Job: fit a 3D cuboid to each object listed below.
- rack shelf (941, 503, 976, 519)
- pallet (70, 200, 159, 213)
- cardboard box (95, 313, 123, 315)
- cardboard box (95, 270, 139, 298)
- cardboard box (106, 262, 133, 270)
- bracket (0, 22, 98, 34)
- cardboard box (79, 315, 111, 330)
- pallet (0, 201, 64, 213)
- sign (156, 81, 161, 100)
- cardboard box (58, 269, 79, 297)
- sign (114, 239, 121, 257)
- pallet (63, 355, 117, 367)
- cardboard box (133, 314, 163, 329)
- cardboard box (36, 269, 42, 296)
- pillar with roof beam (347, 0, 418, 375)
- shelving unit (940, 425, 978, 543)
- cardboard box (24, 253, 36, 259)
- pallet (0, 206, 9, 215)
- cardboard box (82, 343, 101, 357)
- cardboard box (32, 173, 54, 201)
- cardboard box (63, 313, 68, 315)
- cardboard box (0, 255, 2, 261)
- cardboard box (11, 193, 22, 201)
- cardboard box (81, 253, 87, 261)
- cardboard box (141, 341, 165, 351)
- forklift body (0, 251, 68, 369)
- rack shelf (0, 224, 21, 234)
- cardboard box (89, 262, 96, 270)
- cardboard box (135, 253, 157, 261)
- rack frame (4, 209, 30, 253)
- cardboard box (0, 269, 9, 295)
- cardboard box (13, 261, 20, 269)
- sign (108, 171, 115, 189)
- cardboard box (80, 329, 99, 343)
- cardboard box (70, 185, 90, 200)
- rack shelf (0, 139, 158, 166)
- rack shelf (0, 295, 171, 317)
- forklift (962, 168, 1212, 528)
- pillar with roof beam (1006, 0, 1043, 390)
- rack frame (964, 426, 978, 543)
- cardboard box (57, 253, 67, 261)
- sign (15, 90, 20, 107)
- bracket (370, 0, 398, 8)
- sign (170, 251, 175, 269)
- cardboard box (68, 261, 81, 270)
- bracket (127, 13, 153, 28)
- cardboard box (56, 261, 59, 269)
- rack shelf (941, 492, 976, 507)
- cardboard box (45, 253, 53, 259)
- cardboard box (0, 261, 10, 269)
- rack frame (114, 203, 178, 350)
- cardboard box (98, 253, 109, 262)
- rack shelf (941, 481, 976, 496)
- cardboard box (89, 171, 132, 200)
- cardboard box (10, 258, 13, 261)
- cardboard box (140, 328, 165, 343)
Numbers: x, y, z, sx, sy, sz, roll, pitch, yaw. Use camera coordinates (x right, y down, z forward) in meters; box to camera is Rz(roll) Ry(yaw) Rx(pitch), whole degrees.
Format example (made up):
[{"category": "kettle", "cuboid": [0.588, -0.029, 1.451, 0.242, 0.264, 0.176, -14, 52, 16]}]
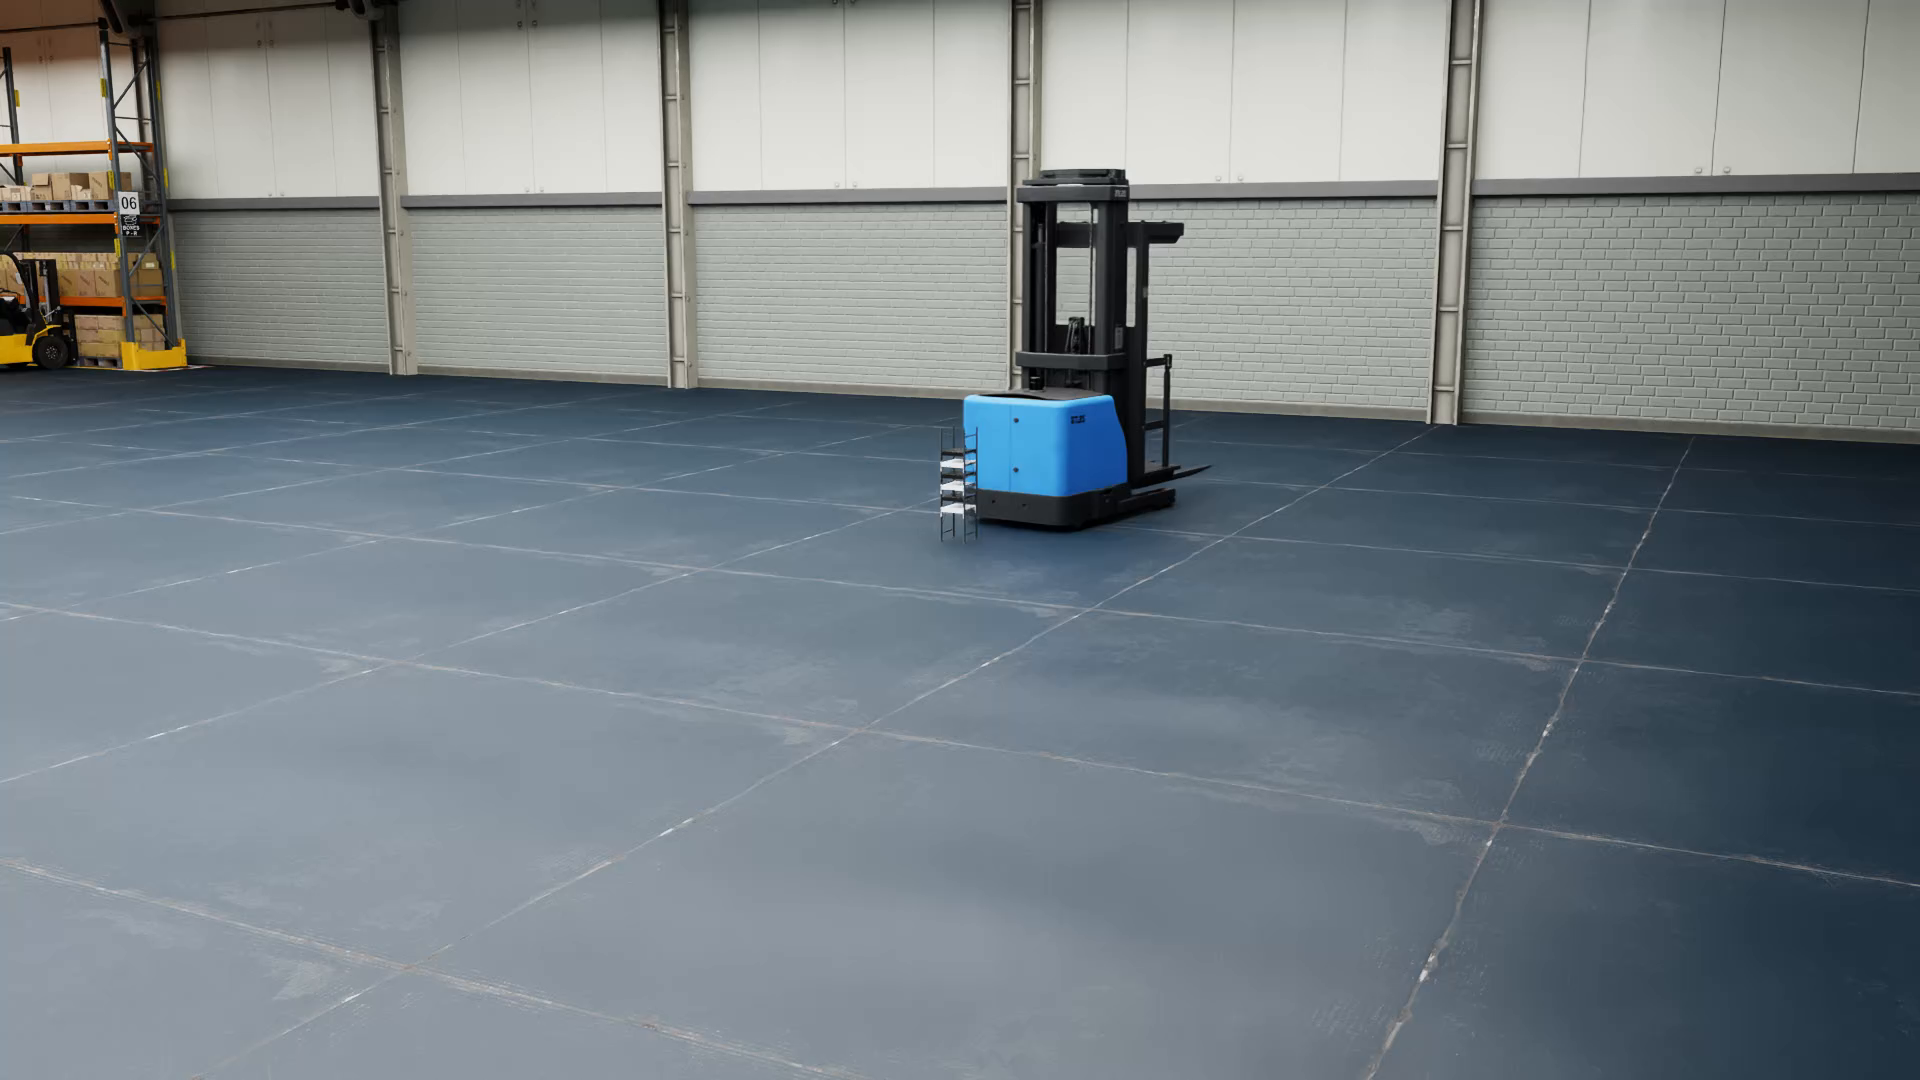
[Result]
[{"category": "rack shelf", "cuboid": [-0.007, -0.234, 13.192, 0.200, 0.077, 0.258, 5, 11, 26]}, {"category": "pallet", "cuboid": [-15.626, -6.181, 30.788, 1.213, 0.211, 1.003, 5, 11, 26]}, {"category": "cardboard box", "cuboid": [-16.244, -4.183, 31.652, 0.500, 0.250, 0.500, 5, 11, 25]}, {"category": "cardboard box", "cuboid": [-15.561, -4.735, 30.690, 0.500, 0.500, 0.500, 5, 11, 25]}, {"category": "cardboard box", "cuboid": [-15.439, -5.040, 30.553, 0.250, 0.149, 0.380, 5, 11, 27]}, {"category": "bracket", "cuboid": [-18.069, -9.790, 31.949, 4.783, 0.066, 0.076, 5, 11, 26]}, {"category": "cardboard box", "cuboid": [-16.015, -4.060, 30.977, 0.500, 0.250, 0.500, 5, 12, 27]}, {"category": "pallet", "cuboid": [-17.814, -6.374, 31.850, 1.213, 0.211, 1.003, 5, 11, 26]}, {"category": "sign", "cuboid": [-14.752, -8.267, 30.572, 0.005, 0.325, 0.100, 5, 11, 26]}, {"category": "cardboard box", "cuboid": [-16.482, -4.818, 31.147, 0.500, 0.500, 0.500, 5, 11, 25]}, {"category": "sign", "cuboid": [-15.256, -5.290, 30.119, 0.005, 0.325, 0.100, 5, 11, 26]}, {"category": "pallet", "cuboid": [-16.798, -3.467, 31.793, 1.213, 0.211, 1.003, 5, 11, 26]}, {"category": "cardboard box", "cuboid": [-15.351, -4.103, 31.211, 0.500, 0.250, 0.500, 5, 11, 25]}, {"category": "cardboard box", "cuboid": [-17.379, -4.899, 31.594, 0.500, 0.500, 0.500, 5, 11, 25]}, {"category": "pillar with roof beam", "cuboid": [-11.753, -6.680, 24.869, 0.548, 9.000, 9.100, 5, 11, 26]}, {"category": "shelving unit", "cuboid": [-0.007, -0.443, 13.154, 0.210, 0.900, 0.258, 5, 11, 26]}, {"category": "cardboard box", "cuboid": [-17.499, -5.369, 31.535, 0.250, 0.149, 0.380, 5, 11, 25]}, {"category": "pallet", "cuboid": [-19.387, -6.454, 32.580, 1.217, 0.209, 0.805, 5, 11, 24]}, {"category": "cardboard box", "cuboid": [-16.007, -3.570, 31.074, 0.500, 0.250, 0.500, 5, 11, 26]}, {"category": "cardboard box", "cuboid": [-16.890, -6.617, 31.194, 0.637, 0.503, 0.797, 5, 12, 28]}, {"category": "cardboard box", "cuboid": [-16.923, -4.140, 31.415, 0.500, 0.250, 0.500, 5, 11, 25]}, {"category": "cardboard box", "cuboid": [-18.436, -5.447, 31.964, 0.250, 0.149, 0.380, 5, 12, 27]}, {"category": "cardboard box", "cuboid": [-17.633, -6.468, 31.369, 0.250, 0.149, 0.380, 5, 12, 28]}, {"category": "cardboard box", "cuboid": [-16.090, -5.261, 30.937, 0.250, 0.149, 0.380, 5, 11, 26]}, {"category": "cardboard box", "cuboid": [-15.358, -3.613, 31.310, 0.500, 0.250, 0.500, 5, 11, 26]}, {"category": "forklift body", "cuboid": [-17.511, -4.129, 30.007, 1.214, 2.155, 2.313, 5, 11, 26]}, {"category": "rack shelf", "cuboid": [-20.384, -6.284, 33.125, 4.000, 0.370, 1.077, 5, 11, 26]}, {"category": "cardboard box", "cuboid": [-15.886, -5.086, 30.805, 0.250, 0.149, 0.380, 5, 12, 27]}, {"category": "cardboard box", "cuboid": [-15.210, -5.264, 30.958, 0.250, 0.149, 0.380, 5, 11, 25]}, {"category": "rack frame", "cuboid": [-18.591, -5.004, 32.458, 0.127, 3.000, 1.000, 5, 11, 26]}, {"category": "cardboard box", "cuboid": [-18.308, -4.977, 32.025, 0.500, 0.500, 0.500, 5, 11, 24]}, {"category": "cardboard box", "cuboid": [-17.754, -5.238, 31.647, 0.250, 0.149, 0.380, 5, 12, 27]}, {"category": "sign", "cuboid": [-15.256, -6.476, 29.904, 0.005, 0.325, 0.100, 5, 11, 26]}, {"category": "cardboard box", "cuboid": [-16.023, -3.818, 31.043, 0.500, 0.250, 0.500, 5, 11, 25]}, {"category": "cardboard box", "cuboid": [-16.109, -6.392, 30.618, 0.258, 0.266, 0.396, 5, 11, 26]}, {"category": "rack shelf", "cuboid": [-16.797, -7.248, 31.152, 4.000, 0.370, 1.077, 5, 11, 26]}, {"category": "rack shelf", "cuboid": [-16.797, -4.493, 31.651, 4.000, 0.370, 1.077, 5, 11, 26]}, {"category": "forklift", "cuboid": [1.272, -1.752, 14.682, 1.130, 2.935, 3.031, 7, 12, 34]}, {"category": "pillar with roof beam", "cuboid": [-0.992, -5.734, 19.644, 0.400, 9.000, 9.100, 5, 11, 26]}, {"category": "rack frame", "cuboid": [0.084, -0.435, 13.109, 0.006, 0.900, 0.240, 5, 11, 26]}, {"category": "cardboard box", "cuboid": [-16.607, -5.283, 31.060, 0.250, 0.149, 0.380, 5, 12, 27]}, {"category": "sign", "cuboid": [-18.323, -8.581, 32.305, 0.005, 0.325, 0.100, 5, 11, 26]}, {"category": "bracket", "cuboid": [-9.633, -9.049, 27.853, 0.430, 0.232, 0.235, 5, 11, 26]}, {"category": "sign", "cuboid": [-14.753, -5.242, 31.119, 0.005, 0.325, 0.100, 5, 11, 26]}, {"category": "cardboard box", "cuboid": [-16.364, -5.120, 30.998, 0.250, 0.149, 0.380, 5, 11, 24]}, {"category": "bracket", "cuboid": [-15.014, -9.522, 30.466, 0.430, 0.232, 0.235, 5, 11, 26]}, {"category": "cardboard box", "cuboid": [-16.784, -5.171, 31.278, 0.250, 0.149, 0.380, 5, 11, 25]}, {"category": "rack shelf", "cuboid": [-0.007, -0.322, 13.176, 0.200, 0.077, 0.258, 5, 11, 26]}, {"category": "cardboard box", "cuboid": [-17.014, -5.341, 31.380, 0.250, 0.149, 0.380, 5, 11, 26]}, {"category": "cardboard box", "cuboid": [-18.188, -5.285, 31.909, 0.250, 0.149, 0.380, 5, 12, 27]}, {"category": "rack frame", "cuboid": [-15.004, -4.689, 30.716, 0.127, 3.000, 1.000, 5, 11, 26]}, {"category": "cardboard box", "cuboid": [-15.653, -5.213, 30.673, 0.250, 0.149, 0.380, 5, 11, 26]}, {"category": "rack shelf", "cuboid": [-0.007, -0.411, 13.160, 0.200, 0.077, 0.258, 5, 11, 26]}, {"category": "cardboard box", "cuboid": [-15.508, -6.466, 30.372, 0.500, 0.500, 0.500, 5, 12, 28]}, {"category": "cardboard box", "cuboid": [-17.929, -5.422, 31.827, 0.250, 0.149, 0.380, 5, 11, 25]}, {"category": "cardboard box", "cuboid": [-15.333, -3.859, 31.267, 0.500, 0.250, 0.500, 5, 12, 27]}]
